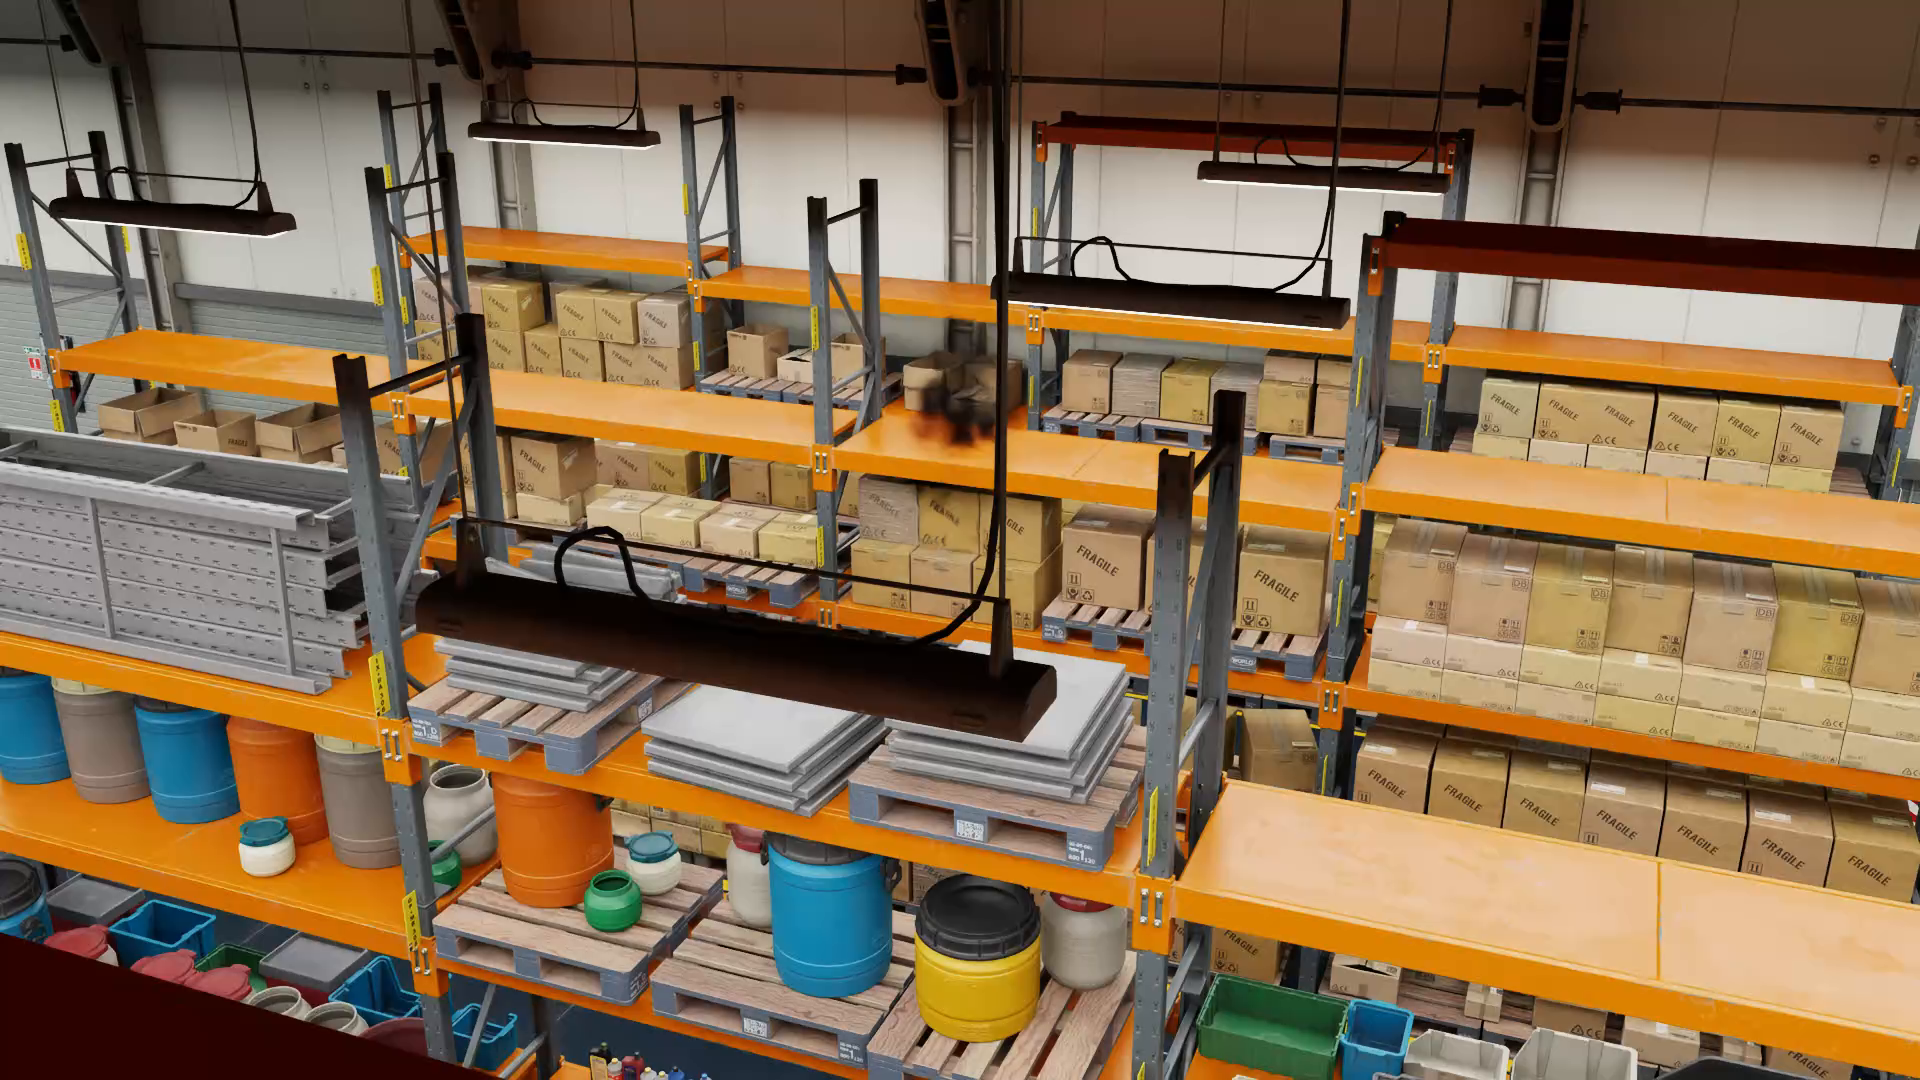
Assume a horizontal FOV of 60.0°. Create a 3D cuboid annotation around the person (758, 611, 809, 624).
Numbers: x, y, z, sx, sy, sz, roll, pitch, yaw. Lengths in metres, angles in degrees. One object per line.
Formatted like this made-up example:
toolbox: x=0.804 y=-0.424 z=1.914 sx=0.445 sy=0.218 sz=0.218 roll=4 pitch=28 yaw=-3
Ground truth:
person: x=-1.799 y=1.122 z=16.146 sx=0.845 sy=1.782 sz=0.669 roll=8 pitch=22 yaw=19
